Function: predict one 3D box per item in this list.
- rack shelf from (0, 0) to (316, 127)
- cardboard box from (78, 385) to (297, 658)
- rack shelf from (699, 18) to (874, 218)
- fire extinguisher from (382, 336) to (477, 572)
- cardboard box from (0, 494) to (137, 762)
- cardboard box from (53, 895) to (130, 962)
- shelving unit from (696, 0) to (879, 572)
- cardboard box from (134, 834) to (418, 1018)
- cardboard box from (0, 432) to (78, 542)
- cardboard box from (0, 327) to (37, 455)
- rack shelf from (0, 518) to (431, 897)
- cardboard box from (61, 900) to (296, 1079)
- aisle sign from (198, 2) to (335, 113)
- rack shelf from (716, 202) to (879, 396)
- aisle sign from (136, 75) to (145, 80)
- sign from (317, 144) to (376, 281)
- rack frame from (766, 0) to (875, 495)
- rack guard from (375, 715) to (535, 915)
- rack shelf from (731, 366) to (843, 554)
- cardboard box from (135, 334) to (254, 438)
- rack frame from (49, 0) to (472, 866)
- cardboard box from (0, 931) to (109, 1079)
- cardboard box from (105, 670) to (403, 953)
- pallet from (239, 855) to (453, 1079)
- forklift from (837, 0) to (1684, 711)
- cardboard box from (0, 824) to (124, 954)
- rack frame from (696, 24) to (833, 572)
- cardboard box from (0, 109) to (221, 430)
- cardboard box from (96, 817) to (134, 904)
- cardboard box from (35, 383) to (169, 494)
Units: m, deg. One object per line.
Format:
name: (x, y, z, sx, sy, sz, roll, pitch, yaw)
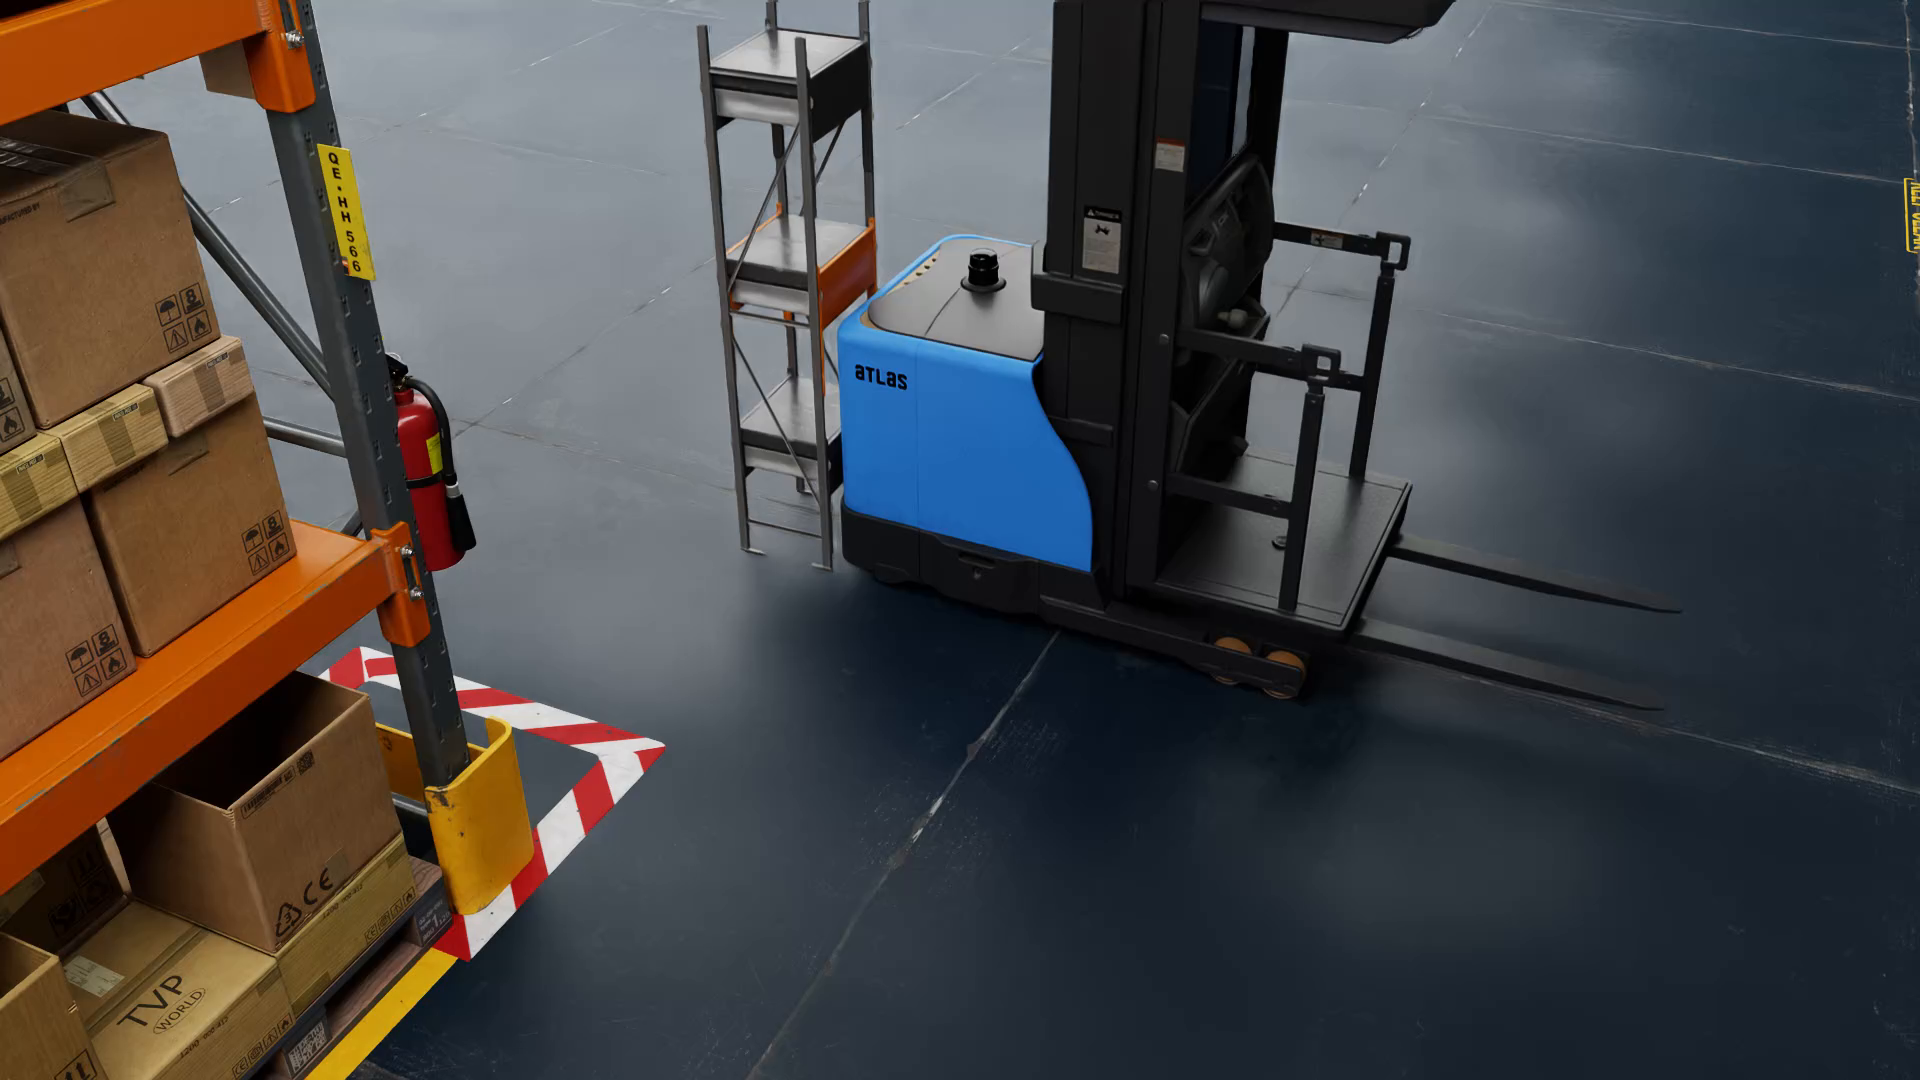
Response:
rack shelf: (-2.769, -0.274, 2.353, 1.077, 0.370, 4.000, 14, 36, 20)
cardboard box: (-2.139, -0.129, 4.120, 0.700, 0.500, 0.500, 14, 36, 20)
rack shelf: (-0.598, -1.495, 5.864, 0.431, 0.518, 0.480, 13, 35, 18)
fire extinguisher: (-1.461, -0.237, 4.446, 0.296, 0.674, 0.183, 14, 36, 20)
cardboard box: (-2.355, 0.134, 3.720, 0.700, 0.500, 0.500, 15, 36, 22)
cardboard box: (-2.565, 1.123, 4.426, 0.500, 0.250, 0.500, 14, 36, 20)
shelving unit: (-0.598, -0.921, 6.240, 0.431, 2.100, 0.503, 13, 35, 18)
cardboard box: (-1.888, 0.992, 4.626, 0.500, 0.250, 0.500, 14, 36, 20)
cardboard box: (-2.134, -0.138, 3.542, 0.380, 0.149, 0.250, 14, 36, 20)
cardboard box: (-2.376, -0.382, 3.323, 0.700, 0.500, 0.500, 13, 36, 19)
rack shelf: (-2.769, 0.980, 3.176, 1.077, 0.370, 4.000, 14, 36, 20)
cardboard box: (-2.087, 1.244, 4.242, 0.500, 0.250, 0.500, 14, 36, 20)
aisle sign: (-1.638, -1.369, 3.732, 0.394, 0.787, 0.004, 14, 36, 20)
rack shelf: (-0.598, -0.910, 6.248, 0.431, 0.518, 0.480, 13, 35, 18)
aisle sign: (-2.183, -1.507, 3.942, 0.394, 0.787, 0.004, 14, 36, 20)
sign: (-1.445, -0.769, 3.915, 0.100, 0.325, 0.005, 14, 36, 20)
rack frame: (-0.506, -1.045, 6.429, 0.400, 2.100, 0.015, 13, 35, 18)
rack guard: (-1.922, 0.717, 5.201, 1.175, 0.500, 0.348, 14, 36, 20)
rack shelf: (-0.598, -0.325, 6.632, 0.431, 0.518, 0.480, 13, 35, 18)
cardboard box: (-1.919, -0.396, 3.935, 0.380, 0.149, 0.250, 14, 36, 20)
rack frame: (-1.932, -0.317, 4.498, 1.000, 3.000, 0.127, 14, 36, 20)
cardboard box: (-2.291, 1.181, 3.655, 0.500, 0.500, 0.500, 14, 36, 20)
cardboard box: (-1.886, 0.679, 4.419, 0.500, 0.500, 0.500, 14, 36, 20)
pallet: (-2.214, 1.240, 4.667, 1.003, 0.211, 1.213, 14, 36, 20)
forklift: (1.097, -0.997, 5.597, 3.031, 2.935, 1.130, 14, 36, 21)
cardboard box: (-2.566, 0.809, 4.221, 0.500, 0.500, 0.500, 14, 36, 20)
rack frame: (-0.691, -0.798, 6.051, 0.400, 2.100, 0.015, 13, 35, 18)
cardboard box: (-2.161, -0.645, 3.724, 0.700, 0.500, 0.500, 14, 36, 21)
cardboard box: (-2.359, 0.873, 4.807, 0.500, 0.250, 0.500, 14, 36, 20)
cardboard box: (-2.027, -0.265, 3.736, 0.380, 0.149, 0.250, 15, 36, 22)
